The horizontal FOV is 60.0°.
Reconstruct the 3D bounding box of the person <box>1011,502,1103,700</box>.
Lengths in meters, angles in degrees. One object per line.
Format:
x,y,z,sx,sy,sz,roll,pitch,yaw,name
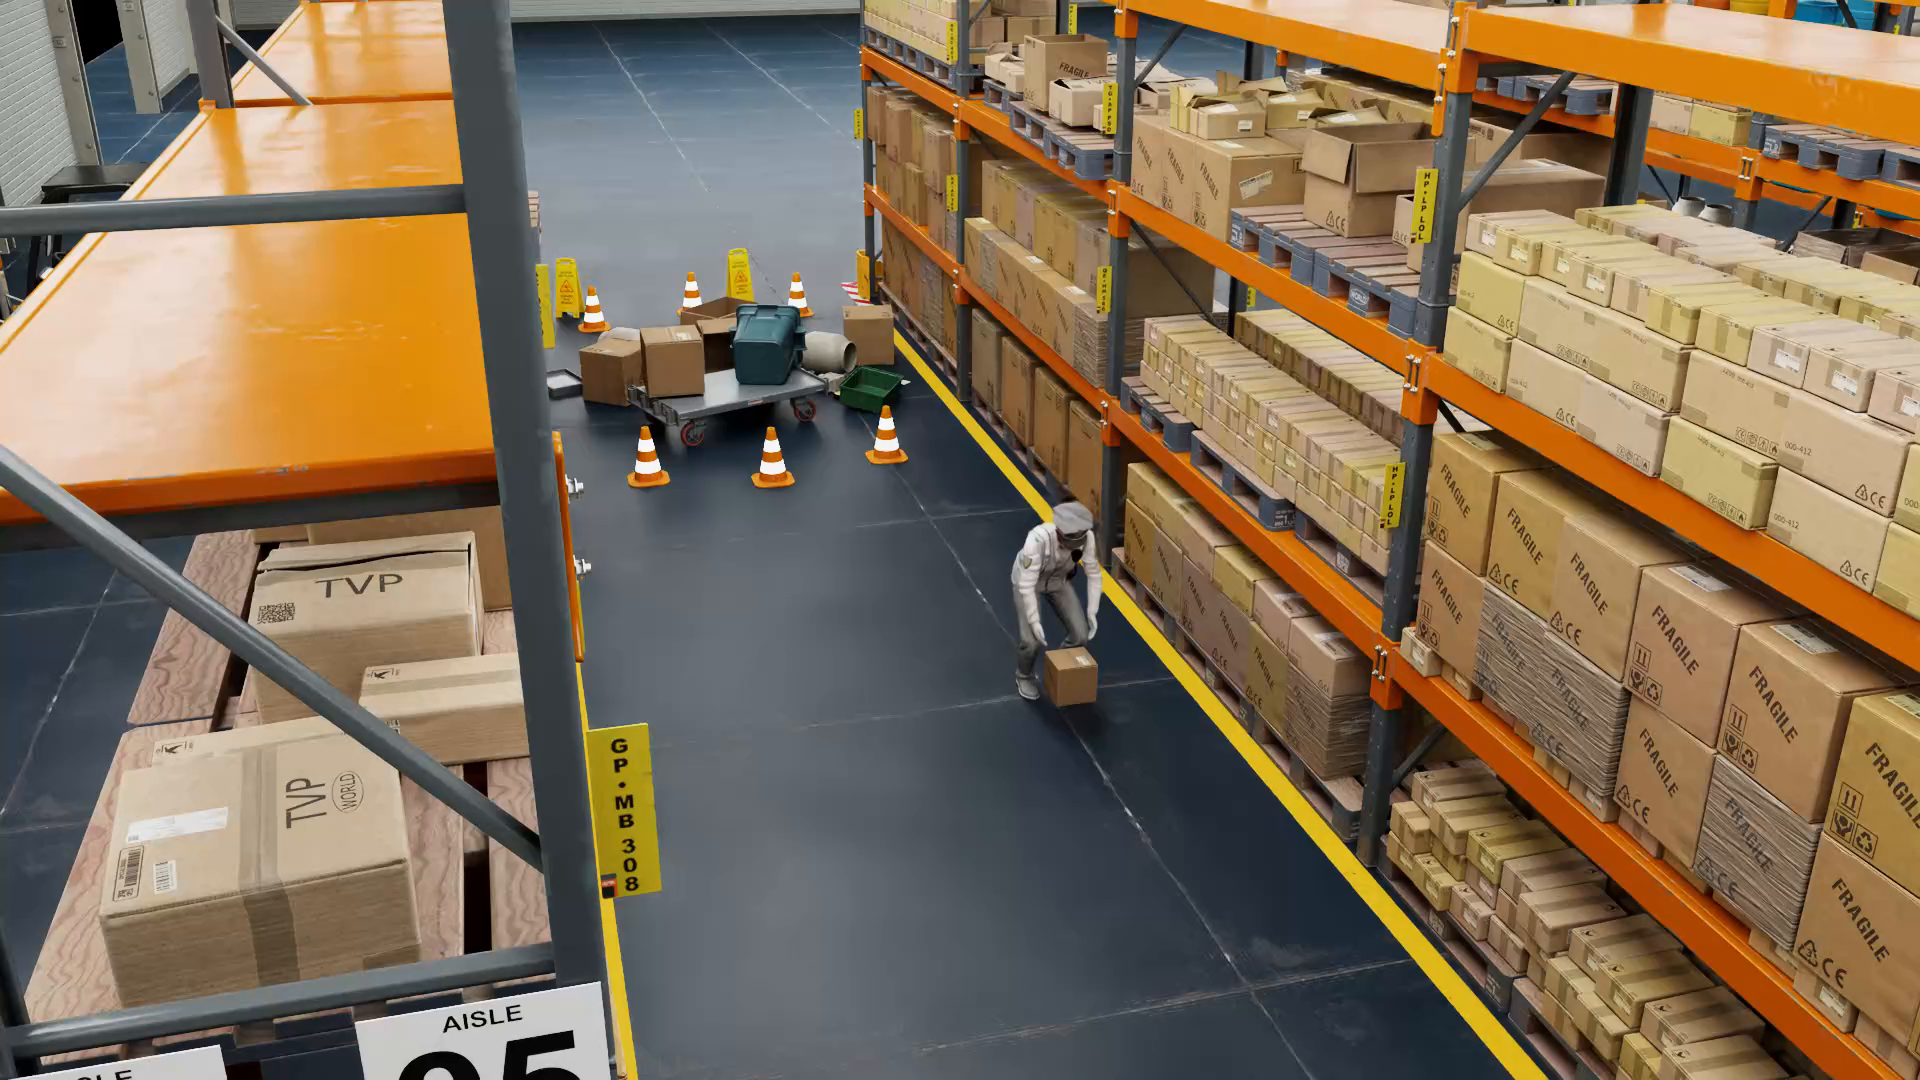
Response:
0.594,0.347,10.195,0.535,1.349,0.723,-6,24,-14,person
